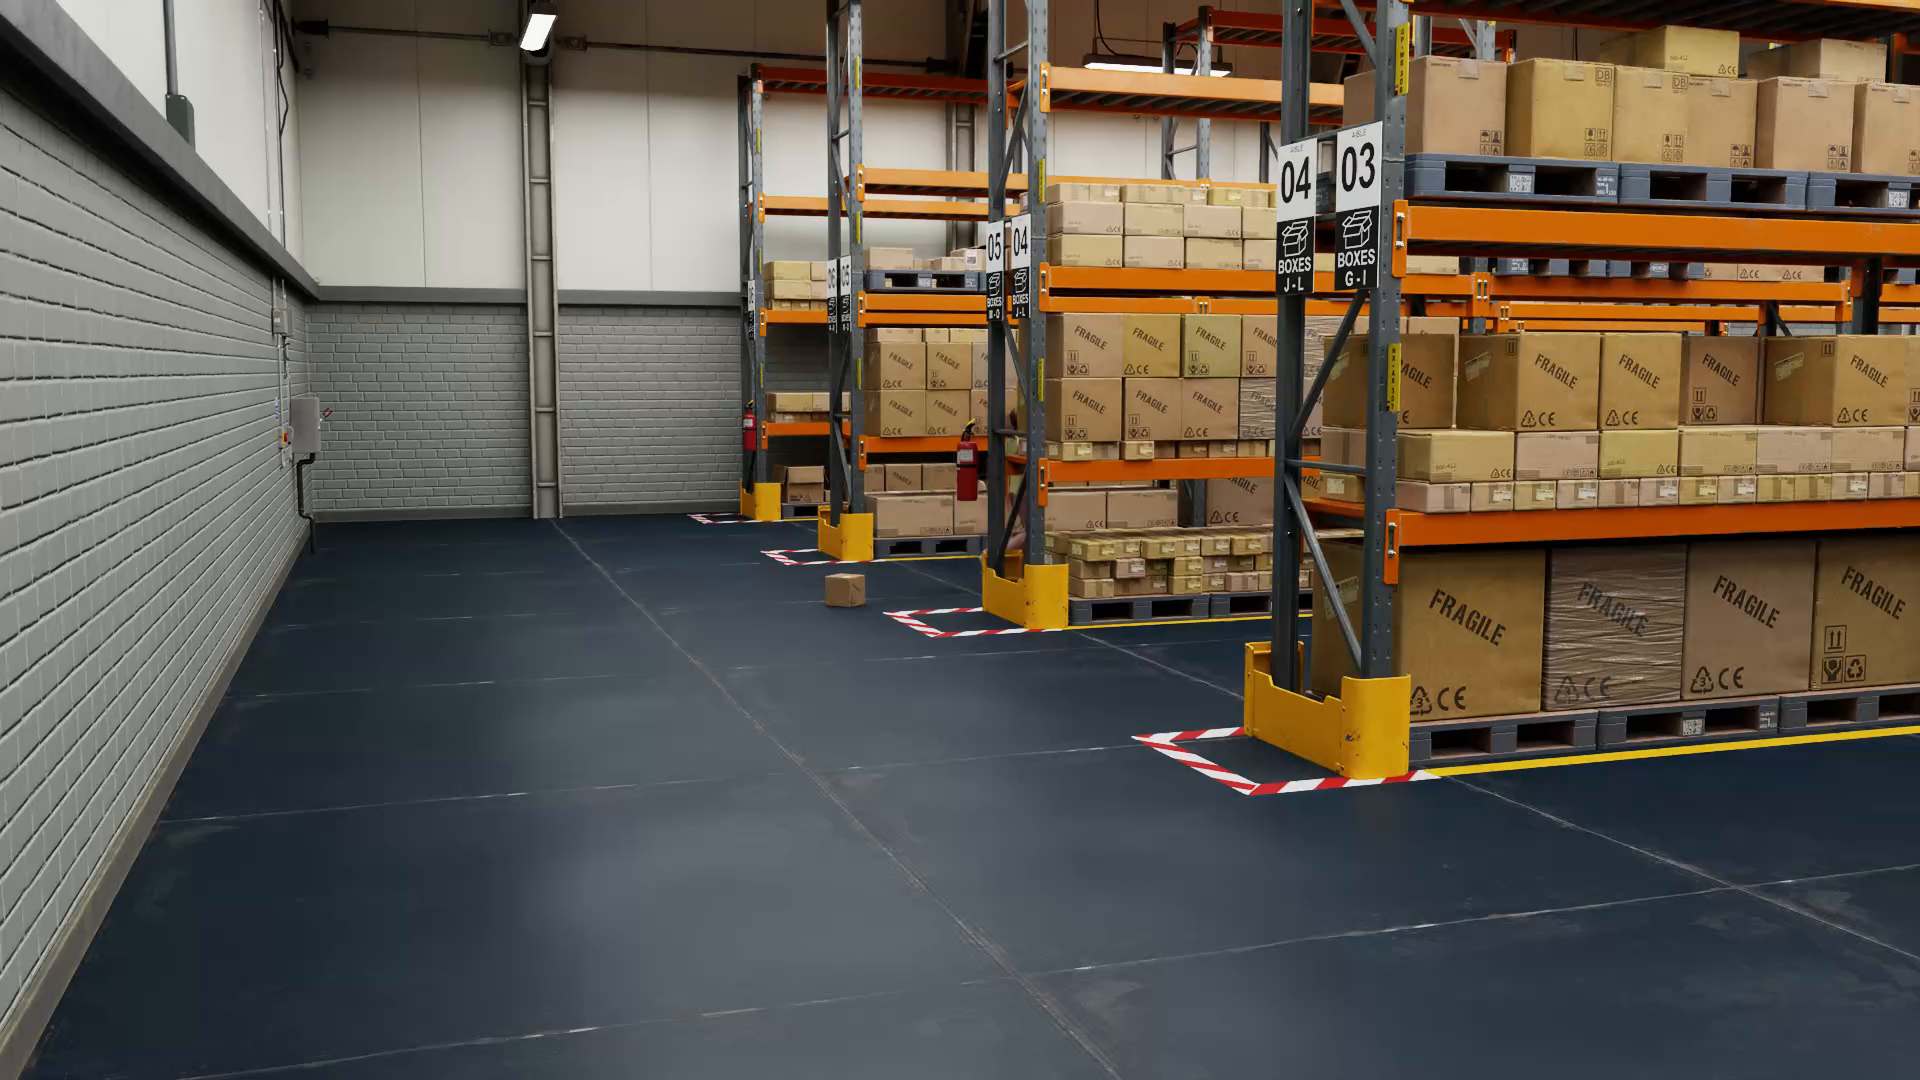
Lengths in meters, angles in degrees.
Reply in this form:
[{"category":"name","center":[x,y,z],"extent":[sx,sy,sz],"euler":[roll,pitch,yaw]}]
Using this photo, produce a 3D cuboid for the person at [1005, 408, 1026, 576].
[{"category":"person","center":[0.564,-0.407,15.393],"extent":[0.730,1.648,0.439],"euler":[-2,6,-23]}]
